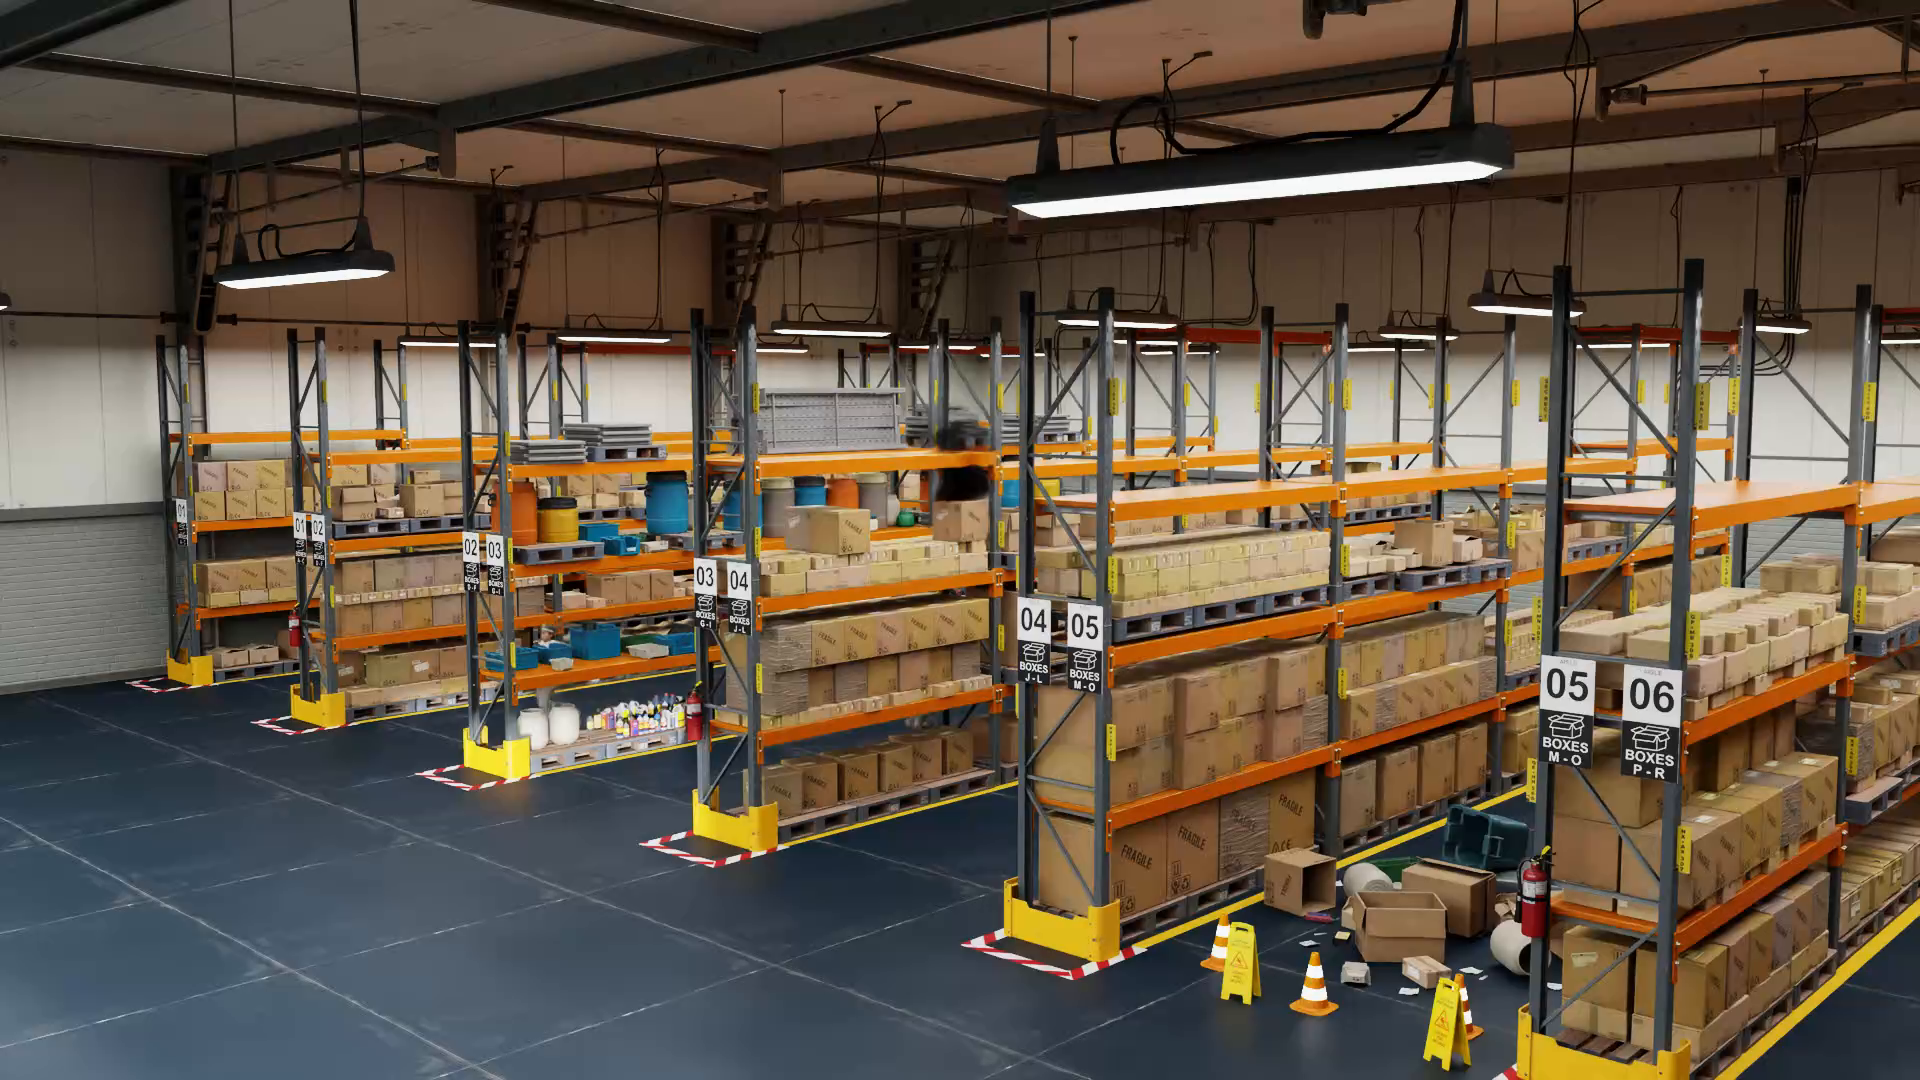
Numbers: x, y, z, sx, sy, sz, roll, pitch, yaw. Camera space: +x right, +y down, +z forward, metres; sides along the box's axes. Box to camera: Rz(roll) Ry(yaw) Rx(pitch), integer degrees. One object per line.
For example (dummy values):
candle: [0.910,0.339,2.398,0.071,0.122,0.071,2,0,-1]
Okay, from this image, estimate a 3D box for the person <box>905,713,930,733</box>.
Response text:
person: [-0.536,2.248,23.053,0.537,1.541,0.549,4,7,34]

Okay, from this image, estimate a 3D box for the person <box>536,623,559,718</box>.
person: [-6.013,2.037,24.443,0.611,1.670,0.720,4,6,34]
